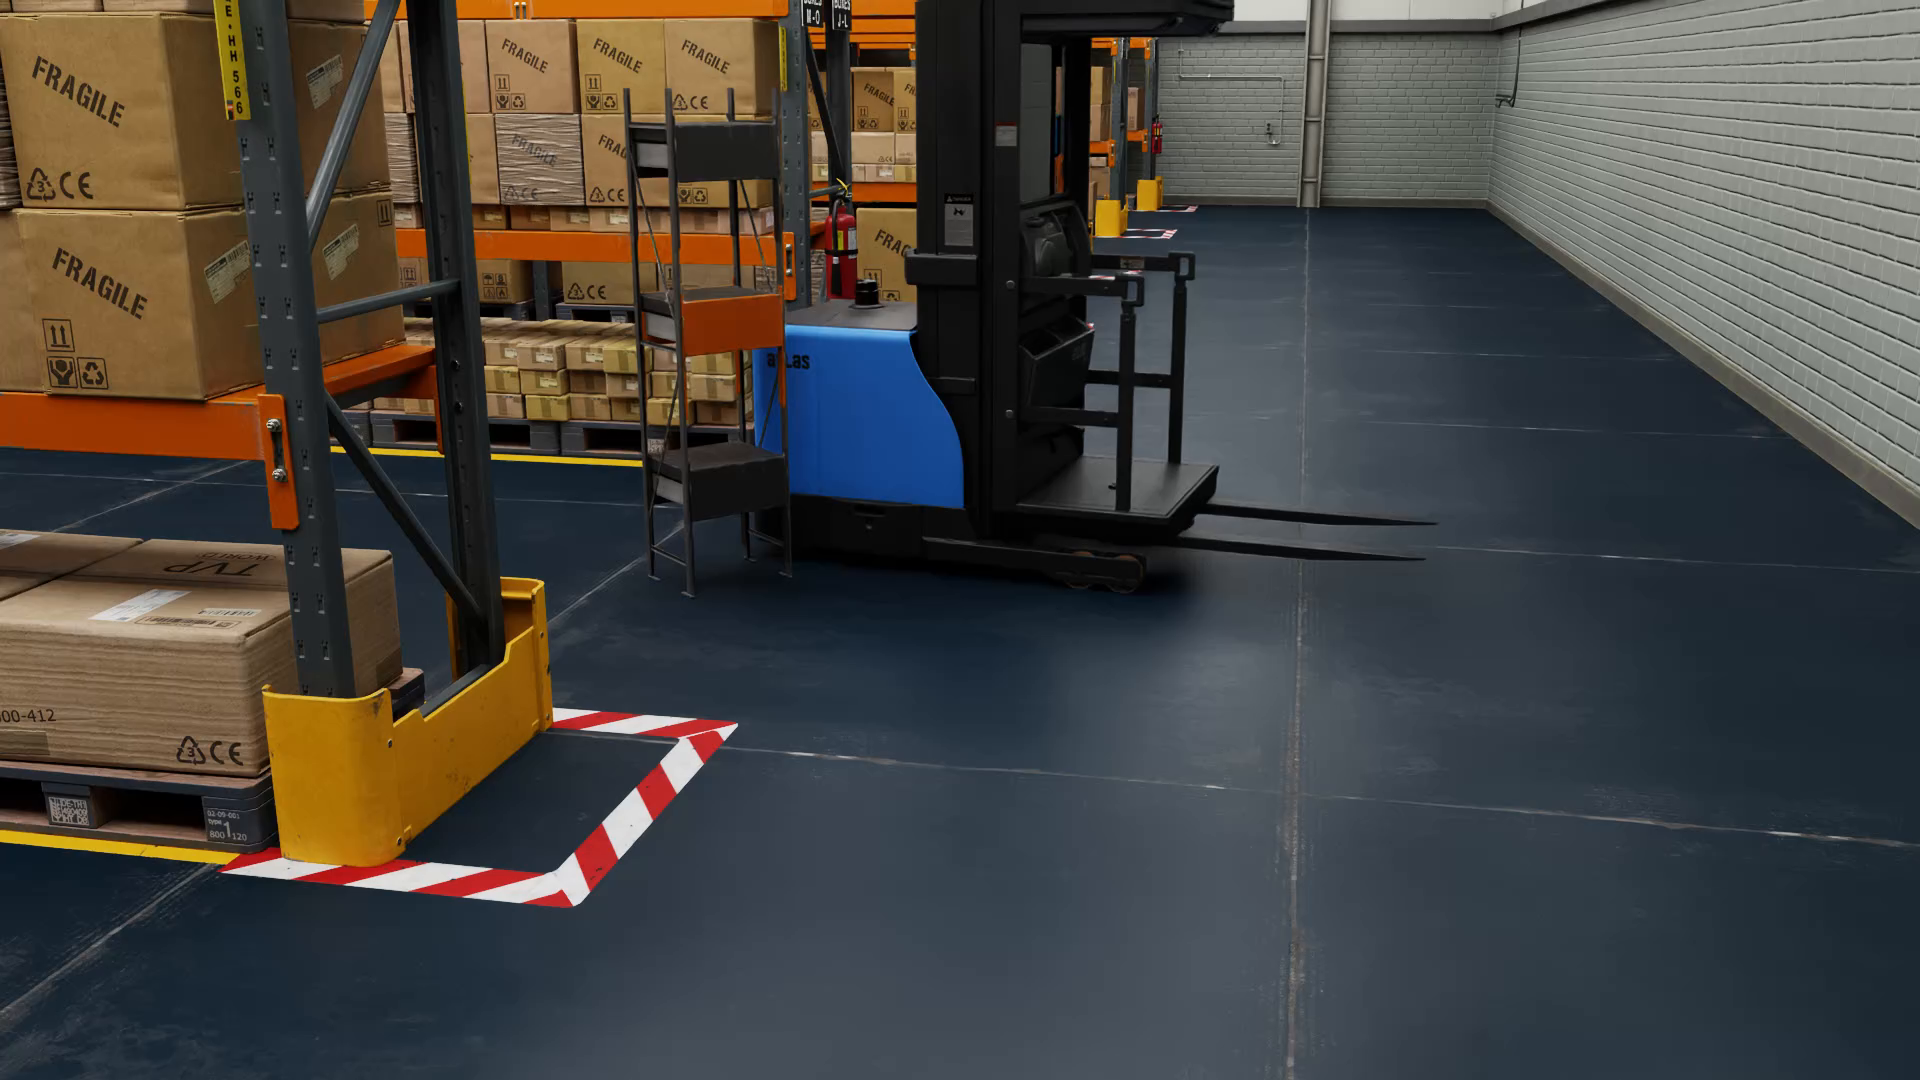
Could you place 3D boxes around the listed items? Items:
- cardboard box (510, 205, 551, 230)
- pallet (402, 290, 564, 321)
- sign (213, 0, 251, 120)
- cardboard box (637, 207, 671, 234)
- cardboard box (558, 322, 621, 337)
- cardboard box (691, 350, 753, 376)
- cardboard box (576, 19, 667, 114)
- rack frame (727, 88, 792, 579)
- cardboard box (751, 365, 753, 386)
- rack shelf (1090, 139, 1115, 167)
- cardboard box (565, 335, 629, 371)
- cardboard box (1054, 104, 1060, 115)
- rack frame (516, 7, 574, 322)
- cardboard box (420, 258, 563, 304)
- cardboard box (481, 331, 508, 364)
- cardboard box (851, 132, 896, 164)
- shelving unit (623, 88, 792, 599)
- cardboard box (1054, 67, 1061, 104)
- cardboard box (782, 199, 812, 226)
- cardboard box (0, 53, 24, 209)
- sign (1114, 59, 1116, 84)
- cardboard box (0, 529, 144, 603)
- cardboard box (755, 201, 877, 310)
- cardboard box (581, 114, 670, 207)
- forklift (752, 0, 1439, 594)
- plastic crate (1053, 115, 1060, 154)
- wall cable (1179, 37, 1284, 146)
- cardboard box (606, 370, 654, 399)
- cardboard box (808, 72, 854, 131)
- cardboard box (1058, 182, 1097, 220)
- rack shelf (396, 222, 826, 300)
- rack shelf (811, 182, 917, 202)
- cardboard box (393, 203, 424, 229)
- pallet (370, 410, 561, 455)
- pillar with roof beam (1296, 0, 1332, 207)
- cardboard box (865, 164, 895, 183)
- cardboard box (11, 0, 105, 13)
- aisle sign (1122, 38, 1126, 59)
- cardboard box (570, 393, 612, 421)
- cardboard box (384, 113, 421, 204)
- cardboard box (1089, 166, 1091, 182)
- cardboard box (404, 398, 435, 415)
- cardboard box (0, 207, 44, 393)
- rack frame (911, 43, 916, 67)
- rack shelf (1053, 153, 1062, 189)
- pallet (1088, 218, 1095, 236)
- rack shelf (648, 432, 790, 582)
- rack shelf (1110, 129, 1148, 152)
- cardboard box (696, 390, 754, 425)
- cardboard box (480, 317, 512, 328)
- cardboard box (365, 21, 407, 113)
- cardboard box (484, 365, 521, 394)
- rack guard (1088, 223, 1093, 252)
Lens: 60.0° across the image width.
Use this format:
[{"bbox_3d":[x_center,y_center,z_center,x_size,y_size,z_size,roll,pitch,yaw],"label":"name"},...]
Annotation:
[{"bbox_3d":[-2.428,-1.900,9.701,0.250,0.149,0.380,2,16,9],"label":"cardboard box"},{"bbox_3d":[-4.410,-2.168,15.423,1.213,0.211,1.003,3,16,11],"label":"pallet"},{"bbox_3d":[-1.816,-1.216,4.151,0.005,0.325,0.100,3,16,11],"label":"sign"},{"bbox_3d":[-1.668,-1.840,9.488,0.250,0.149,0.380,3,16,11],"label":"cardboard box"},{"bbox_3d":[-2.298,-1.256,10.348,0.250,0.149,0.380,4,16,13],"label":"cardboard box"},{"bbox_3d":[-1.376,-1.063,9.649,0.250,0.149,0.380,3,16,12],"label":"cardboard box"},{"bbox_3d":[-1.801,-2.645,9.305,0.500,0.500,0.500,3,16,9],"label":"cardboard box"},{"bbox_3d":[-0.870,-0.882,7.242,0.015,2.100,0.400,-11,19,-36],"label":"rack frame"},{"bbox_3d":[-1.269,-1.052,10.169,0.250,0.149,0.380,4,16,13],"label":"cardboard box"},{"bbox_3d":[0.298,-5.629,24.041,4.000,0.370,1.077,3,16,11],"label":"rack shelf"},{"bbox_3d":[-2.131,-1.102,9.791,0.250,0.149,0.380,2,16,9],"label":"cardboard box"},{"bbox_3d":[1.256,-5.897,23.472,0.500,0.500,0.500,3,16,12],"label":"cardboard box"},{"bbox_3d":[-3.639,-3.491,14.974,0.127,3.000,1.000,3,16,11],"label":"rack frame"},{"bbox_3d":[-4.270,-2.698,15.306,0.875,0.875,1.225,3,16,11],"label":"cardboard box"},{"bbox_3d":[-2.904,-1.151,9.968,0.250,0.149,0.380,3,16,11],"label":"cardboard box"},{"bbox_3d":[-0.744,-3.332,14.127,0.500,0.250,0.500,3,16,10],"label":"cardboard box"},{"bbox_3d":[-1.064,-0.843,7.100,0.503,2.100,0.431,-11,19,-36],"label":"shelving unit"},{"bbox_3d":[1.272,-6.377,23.336,0.500,0.500,0.500,4,16,13],"label":"cardboard box"},{"bbox_3d":[-1.059,-1.968,9.947,0.250,0.149,0.380,3,16,11],"label":"cardboard box"},{"bbox_3d":[-2.732,-1.199,4.641,0.500,0.500,0.500,3,16,11],"label":"cardboard box"},{"bbox_3d":[2.128,-6.435,22.844,0.005,0.325,0.100,3,16,11],"label":"sign"},{"bbox_3d":[-3.260,0.292,5.333,0.875,0.438,0.875,4,16,13],"label":"cardboard box"},{"bbox_3d":[-1.254,-2.518,14.656,0.875,0.875,0.875,3,16,11],"label":"cardboard box"},{"bbox_3d":[-1.802,-2.162,9.435,0.500,0.500,0.500,3,16,10],"label":"cardboard box"},{"bbox_3d":[0.614,-1.339,7.337,3.031,2.935,1.130,6,16,19],"label":"forklift"},{"bbox_3d":[0.902,-4.588,18.759,0.499,0.435,0.616,3,16,11],"label":"plastic crate"},{"bbox_3d":[4.685,-7.834,28.751,1.851,1.984,0.084,3,16,11],"label":"wall cable"},{"bbox_3d":[-1.891,-0.938,9.756,0.250,0.149,0.380,2,16,9],"label":"cardboard box"},{"bbox_3d":[-1.135,-3.859,14.623,0.500,0.500,0.500,3,16,10],"label":"cardboard box"},{"bbox_3d":[1.676,-4.841,23.707,0.500,0.500,0.500,3,16,11],"label":"cardboard box"},{"bbox_3d":[-2.767,-1.745,10.021,4.000,0.370,1.077,3,16,11],"label":"rack shelf"},{"bbox_3d":[-1.679,-3.037,14.686,4.000,0.370,1.077,3,16,11],"label":"rack shelf"},{"bbox_3d":[-3.214,-1.919,9.773,0.250,0.149,0.380,4,16,14],"label":"cardboard box"},{"bbox_3d":[-2.862,-0.764,10.354,1.213,0.211,1.003,3,16,11],"label":"pallet"},{"bbox_3d":[5.202,-9.013,23.671,0.400,9.000,9.100,3,16,11],"label":"pillar with roof beam"},{"bbox_3d":[-0.636,-3.117,14.095,0.250,0.149,0.380,3,16,11],"label":"cardboard box"},{"bbox_3d":[-2.339,-1.502,4.520,0.250,0.149,0.380,3,16,12],"label":"cardboard box"},{"bbox_3d":[2.264,-7.038,22.911,0.004,0.787,0.394,3,16,11],"label":"aisle sign"},{"bbox_3d":[-2.123,-0.821,9.891,0.250,0.149,0.380,3,16,12],"label":"cardboard box"},{"bbox_3d":[-3.319,-2.237,9.704,0.500,0.500,0.500,3,16,10],"label":"cardboard box"},{"bbox_3d":[2.045,-6.200,28.653,0.500,0.500,0.700,3,16,11],"label":"cardboard box"},{"bbox_3d":[-3.154,-0.865,10.050,0.250,0.149,0.380,3,16,10],"label":"cardboard box"},{"bbox_3d":[-2.709,-0.721,4.787,0.500,0.500,0.500,3,16,10],"label":"cardboard box"},{"bbox_3d":[-0.678,-7.378,29.008,0.127,3.000,1.000,3,16,11],"label":"rack frame"},{"bbox_3d":[-0.692,-4.333,19.364,4.000,0.370,1.077,3,16,11],"label":"rack shelf"},{"bbox_3d":[1.402,-4.571,24.100,1.213,0.211,1.003,3,16,11],"label":"pallet"},{"bbox_3d":[-1.064,-0.155,7.291,0.480,0.518,0.431,-11,19,-36],"label":"rack shelf"},{"bbox_3d":[1.282,-6.925,28.720,4.000,0.370,1.077,3,16,11],"label":"rack shelf"},{"bbox_3d":[-1.364,-0.788,9.770,0.250,0.149,0.380,3,16,12],"label":"cardboard box"},{"bbox_3d":[-3.033,-1.313,10.551,0.250,0.149,0.380,3,16,9],"label":"cardboard box"},{"bbox_3d":[-3.334,-2.726,9.595,0.500,0.500,0.500,3,16,12],"label":"cardboard box"},{"bbox_3d":[-2.648,-0.981,9.910,0.250,0.149,0.380,4,16,14],"label":"cardboard box"},{"bbox_3d":[1.294,-3.371,19.225,0.348,0.500,1.175,3,16,11],"label":"rack guard"}]
